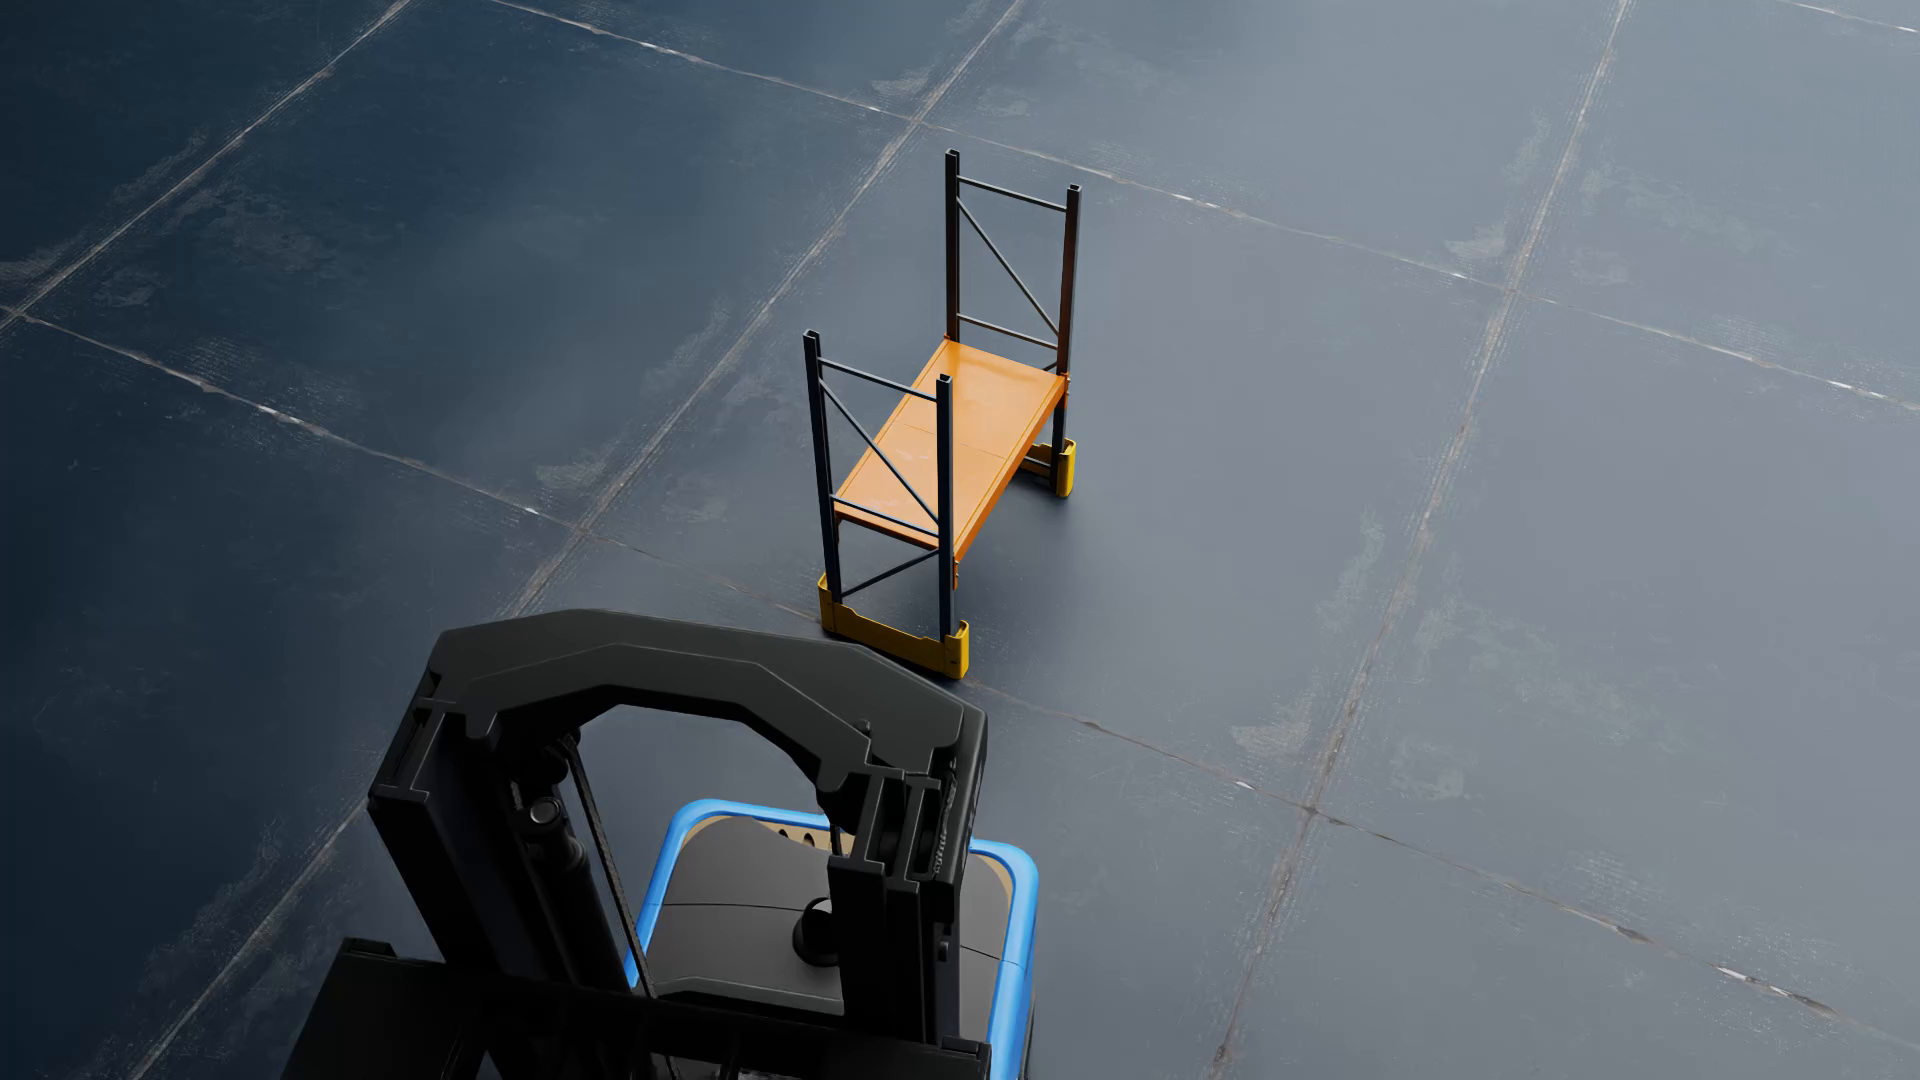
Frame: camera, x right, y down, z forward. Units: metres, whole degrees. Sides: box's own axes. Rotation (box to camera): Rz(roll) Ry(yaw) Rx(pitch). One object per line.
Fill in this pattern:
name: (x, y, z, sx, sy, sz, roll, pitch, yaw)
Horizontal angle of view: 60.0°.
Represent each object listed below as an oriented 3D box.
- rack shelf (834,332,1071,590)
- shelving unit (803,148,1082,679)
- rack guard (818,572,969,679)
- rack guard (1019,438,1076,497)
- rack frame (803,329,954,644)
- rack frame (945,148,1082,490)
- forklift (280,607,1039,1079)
rack shelf: (-0.036, -0.311, 6.081, 0.538, 0.185, 1.000, 20, 52, 16)
shelving unit: (-0.033, -0.434, 5.949, 0.587, 1.500, 1.083, 20, 52, 16)
rack guard: (-0.245, 0.314, 6.133, 0.587, 0.250, 0.087, 20, 52, 16)
rack guard: (0.180, -0.371, 6.717, 0.587, 0.250, 0.087, 20, 52, 16)
rack frame: (-0.254, -0.077, 5.646, 0.500, 1.500, 0.032, 20, 52, 16)
rack frame: (0.181, -0.777, 6.242, 0.500, 1.500, 0.032, 20, 52, 16)
forklift: (-0.535, 1.618, 3.264, 1.130, 2.935, 3.031, 8, 50, 6)
